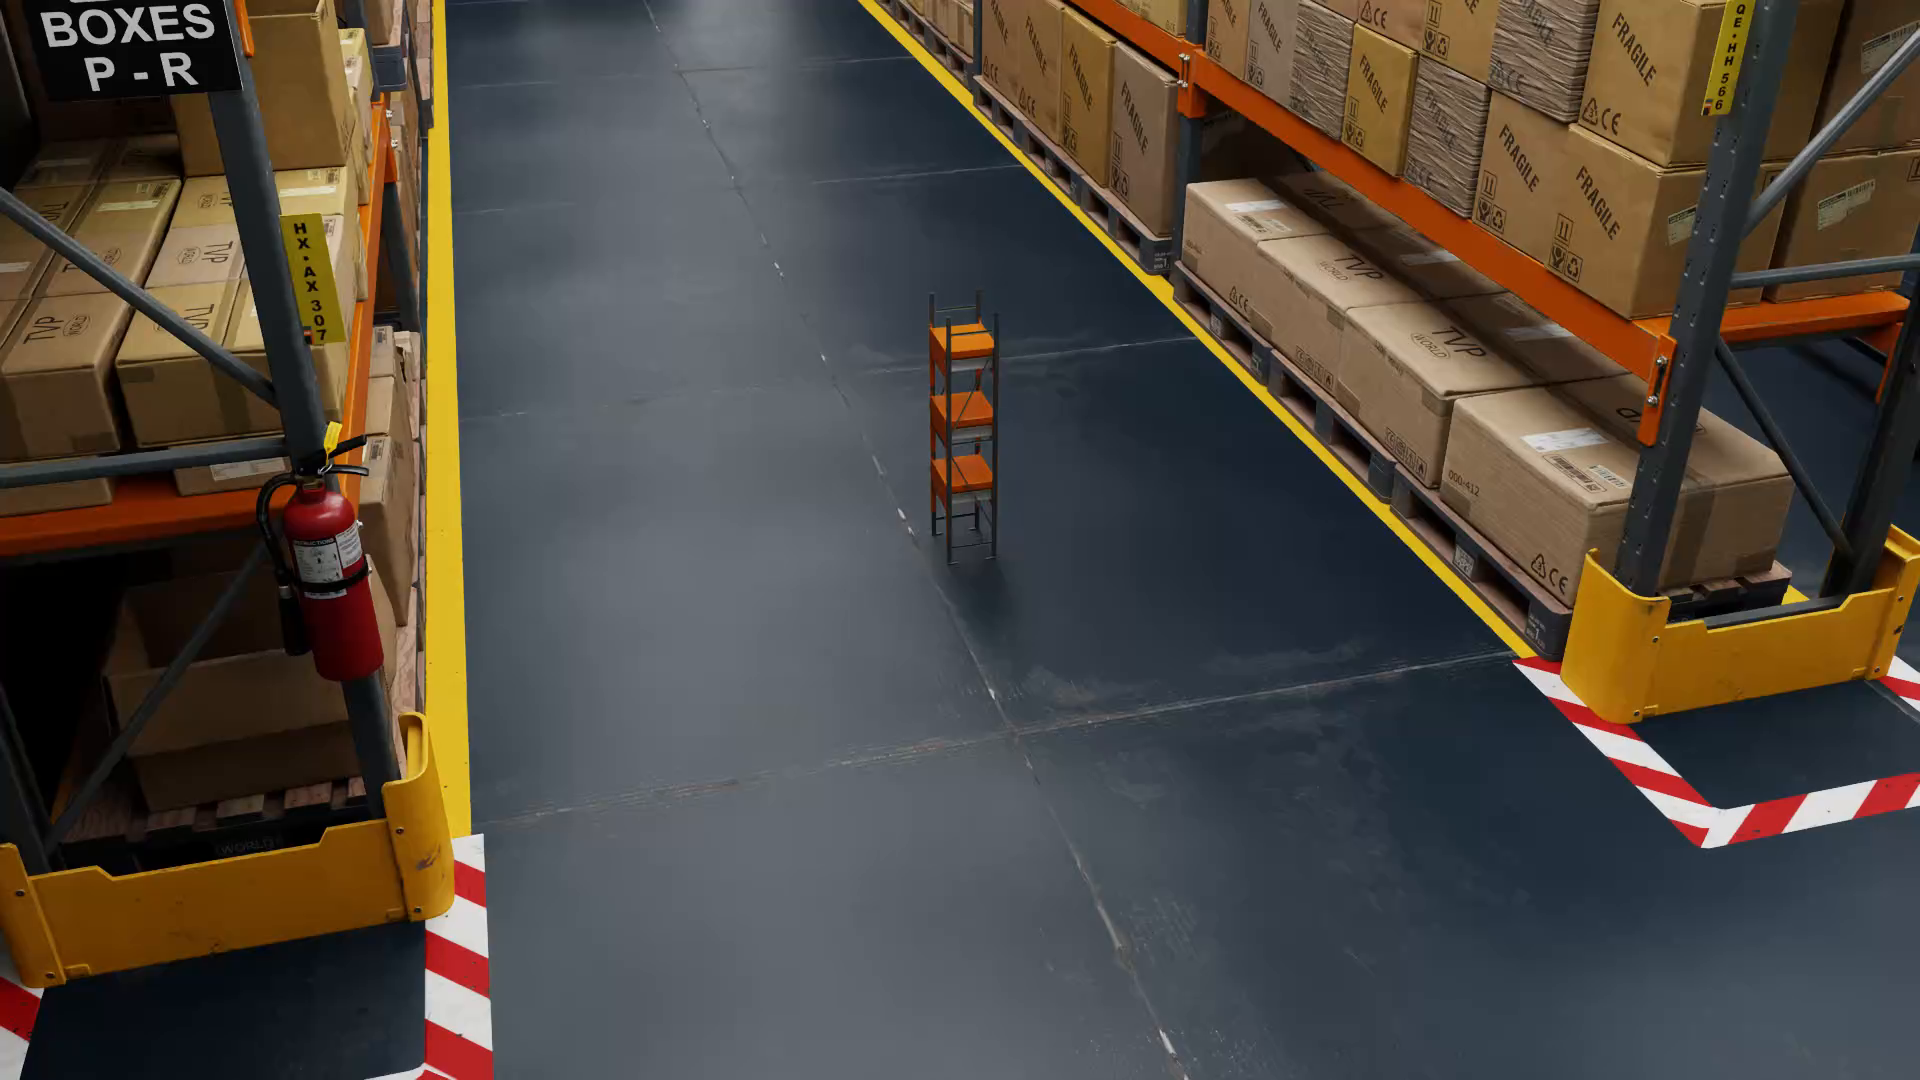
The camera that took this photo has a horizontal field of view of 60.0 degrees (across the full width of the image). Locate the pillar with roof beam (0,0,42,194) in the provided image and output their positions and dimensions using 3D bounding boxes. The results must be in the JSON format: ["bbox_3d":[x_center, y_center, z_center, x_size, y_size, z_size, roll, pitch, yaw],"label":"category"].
[{"bbox_3d":[0.338,-4.817,6.090,9.100,9.000,0.400,-8,31,-13],"label":"pillar with roof beam"}]

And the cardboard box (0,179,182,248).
[{"bbox_3d":[-2.708,-0.912,5.185,0.500,0.250,0.500,-7,31,-12],"label":"cardboard box"}]

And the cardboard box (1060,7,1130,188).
[{"bbox_3d":[1.167,-2.752,10.213,0.875,0.875,0.875,-7,31,-12],"label":"cardboard box"}]

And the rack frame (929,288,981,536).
[{"bbox_3d":[-0.018,-0.487,6.544,0.200,1.050,0.008,-8,31,-13],"label":"rack frame"}]

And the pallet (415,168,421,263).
[{"bbox_3d":[-3.709,-1.876,9.780,1.003,0.211,1.213,-8,31,-13],"label":"pallet"}]

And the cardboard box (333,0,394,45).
[{"bbox_3d":[-3.042,-2.593,7.716,0.700,0.500,0.500,-7,31,-12],"label":"cardboard box"}]

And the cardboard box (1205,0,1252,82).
[{"bbox_3d":[1.528,-2.548,8.058,0.500,0.500,0.500,-7,31,-12],"label":"cardboard box"}]

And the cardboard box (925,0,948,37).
[{"bbox_3d":[0.250,-4.372,13.513,0.950,0.372,0.625,-8,31,-14],"label":"cardboard box"}]

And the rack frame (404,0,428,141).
[{"bbox_3d":[-4.191,-4.036,10.729,1.000,3.000,0.127,-8,31,-13],"label":"rack frame"}]

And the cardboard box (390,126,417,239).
[{"bbox_3d":[-3.319,-1.965,9.227,0.500,0.500,0.500,-9,31,-15],"label":"cardboard box"}]

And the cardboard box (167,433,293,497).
[{"bbox_3d":[-1.890,-0.259,4.454,0.380,0.149,0.250,-8,31,-14],"label":"cardboard box"}]

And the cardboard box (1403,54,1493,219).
[{"bbox_3d":[2.070,-1.567,6.363,0.500,0.500,0.500,-7,31,-12],"label":"cardboard box"}]

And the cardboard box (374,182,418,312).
[{"bbox_3d":[-3.040,-1.468,8.368,0.500,0.500,0.500,-7,31,-11],"label":"cardboard box"}]

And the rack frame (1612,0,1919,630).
[{"bbox_3d":[2.717,-0.834,5.197,1.000,3.000,0.127,-8,31,-13],"label":"rack frame"}]

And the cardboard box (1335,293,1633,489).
[{"bbox_3d":[2.195,-0.654,7.023,0.875,0.438,0.875,-7,31,-12],"label":"cardboard box"}]

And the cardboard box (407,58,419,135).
[{"bbox_3d":[-3.871,-2.961,10.947,0.500,0.500,0.500,-7,31,-12],"label":"cardboard box"}]

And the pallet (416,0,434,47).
[{"bbox_3d":[-5.019,-4.411,14.160,1.003,0.211,1.213,-8,31,-13],"label":"pallet"}]

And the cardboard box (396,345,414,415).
[{"bbox_3d":[-2.603,-0.700,7.276,0.396,0.266,0.258,-7,31,-11],"label":"cardboard box"}]

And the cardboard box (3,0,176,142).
[{"bbox_3d":[-2.990,-1.738,5.863,0.500,0.500,0.500,-9,31,-15],"label":"cardboard box"}]

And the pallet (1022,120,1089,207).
[{"bbox_3d":[1.051,-2.512,10.880,1.003,0.211,1.213,-8,31,-13],"label":"pallet"}]

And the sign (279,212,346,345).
[{"bbox_3d":[-1.544,-0.619,3.962,0.100,0.325,0.005,-8,31,-13],"label":"sign"}]

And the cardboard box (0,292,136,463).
[{"bbox_3d":[-2.445,-0.423,4.340,0.500,0.250,0.500,-7,31,-12],"label":"cardboard box"}]

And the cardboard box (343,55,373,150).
[{"bbox_3d":[-2.611,-1.715,6.571,0.500,0.250,0.500,-8,31,-13],"label":"cardboard box"}]

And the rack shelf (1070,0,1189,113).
[{"bbox_3d":[1.125,-3.421,10.384,1.077,0.370,4.000,-8,31,-13],"label":"rack shelf"}]

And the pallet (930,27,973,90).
[{"bbox_3d":[0.388,-3.869,13.224,1.003,0.211,1.213,-8,31,-13],"label":"pallet"}]

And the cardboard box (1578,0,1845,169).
[{"bbox_3d":[2.360,-1.512,5.269,0.500,0.500,0.500,-7,31,-12],"label":"cardboard box"}]

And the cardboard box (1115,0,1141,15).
[{"bbox_3d":[1.160,-3.131,9.314,0.500,0.250,0.500,-8,31,-14],"label":"cardboard box"}]

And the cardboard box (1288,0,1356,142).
[{"bbox_3d":[1.783,-2.063,7.221,0.500,0.500,0.500,-8,31,-13],"label":"cardboard box"}]

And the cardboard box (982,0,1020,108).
[{"bbox_3d":[0.697,-3.616,11.704,0.875,0.875,0.875,-8,31,-14],"label":"cardboard box"}]

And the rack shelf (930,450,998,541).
[{"bbox_3d":[0.014,-0.179,6.587,0.215,0.259,0.240,-8,31,-13],"label":"rack shelf"}]

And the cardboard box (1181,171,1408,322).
[{"bbox_3d":[1.719,-1.522,8.523,0.875,0.438,0.875,-8,31,-14],"label":"cardboard box"}]

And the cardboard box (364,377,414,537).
[{"bbox_3d":[-2.371,-0.267,6.293,0.500,0.500,0.500,-7,31,-12],"label":"cardboard box"}]

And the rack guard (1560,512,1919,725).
[{"bbox_3d":[2.724,0.259,5.803,1.175,0.500,0.348,-8,31,-13],"label":"rack guard"}]

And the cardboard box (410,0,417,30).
[{"bbox_3d":[-4.904,-4.496,13.475,0.875,0.625,0.625,-8,31,-14],"label":"cardboard box"}]

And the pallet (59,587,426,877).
[{"bbox_3d":[-2.300,0.613,5.481,1.003,0.211,1.213,-8,31,-13],"label":"pallet"}]

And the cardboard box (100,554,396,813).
[{"bbox_3d":[-2.138,0.418,5.106,0.797,0.503,0.637,-9,31,-15],"label":"cardboard box"}]

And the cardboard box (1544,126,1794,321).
[{"bbox_3d":[2.334,-1.075,5.514,0.500,0.500,0.500,-8,31,-13],"label":"cardboard box"}]

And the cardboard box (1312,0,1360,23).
[{"bbox_3d":[1.802,-2.486,6.953,0.500,0.500,0.500,-7,31,-12],"label":"cardboard box"}]

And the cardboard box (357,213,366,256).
[{"bbox_3d":[-2.273,-1.012,5.755,0.380,0.149,0.250,-7,31,-12],"label":"cardboard box"}]

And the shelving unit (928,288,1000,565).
[{"bbox_3d":[0.014,-0.429,6.442,0.215,1.050,0.252,-8,31,-13],"label":"shelving unit"}]

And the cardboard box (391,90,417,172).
[{"bbox_3d":[-3.607,-2.465,10.091,0.500,0.500,0.500,-7,31,-11],"label":"cardboard box"}]

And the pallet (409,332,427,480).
[{"bbox_3d":[-2.948,-0.566,7.517,1.003,0.211,1.213,-8,31,-13],"label":"pallet"}]

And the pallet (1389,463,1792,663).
[{"bbox_3d":[2.430,-0.003,6.545,1.003,0.211,1.213,-8,31,-13],"label":"pallet"}]

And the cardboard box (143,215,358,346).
[{"bbox_3d":[-2.062,-0.735,4.878,0.500,0.250,0.500,-8,31,-13],"label":"cardboard box"}]

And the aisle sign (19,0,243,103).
[{"bbox_3d":[-1.766,-1.304,3.413,0.394,0.787,0.004,-8,31,-13],"label":"aisle sign"}]

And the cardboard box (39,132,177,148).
[{"bbox_3d":[-2.983,-1.402,6.031,0.500,0.250,0.500,-7,31,-12],"label":"cardboard box"}]

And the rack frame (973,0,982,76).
[{"bbox_3d":[0.594,-4.698,11.873,1.000,3.000,0.127,-8,31,-13],"label":"rack frame"}]

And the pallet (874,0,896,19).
[{"bbox_3d":[-0.260,-5.047,15.260,1.003,0.211,1.213,-8,31,-13],"label":"pallet"}]

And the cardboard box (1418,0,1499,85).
[{"bbox_3d":[2.065,-1.999,6.112,0.500,0.500,0.500,-8,31,-14],"label":"cardboard box"}]

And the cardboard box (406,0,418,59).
[{"bbox_3d":[-4.524,-3.808,12.286,0.875,0.625,0.625,-7,31,-12],"label":"cardboard box"}]

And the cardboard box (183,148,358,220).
[{"bbox_3d":[-2.356,-1.223,5.722,0.500,0.250,0.500,-9,31,-15],"label":"cardboard box"}]

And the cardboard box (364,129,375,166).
[{"bbox_3d":[-2.618,-1.630,6.823,0.380,0.149,0.250,-7,31,-12],"label":"cardboard box"}]

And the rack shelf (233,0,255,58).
[{"bbox_3d":[-2.598,-2.125,5.151,1.077,0.370,4.000,-8,31,-13],"label":"rack shelf"}]

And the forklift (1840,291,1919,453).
[{"bbox_3d":[4.813,-1.572,6.541,1.130,2.935,3.031,-5,30,-9],"label":"forklift"}]

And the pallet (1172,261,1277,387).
[{"bbox_3d":[1.782,-1.182,8.581,1.003,0.211,1.213,-8,31,-13],"label":"pallet"}]

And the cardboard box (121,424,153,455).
[{"bbox_3d":[-2.422,-0.319,4.557,0.380,0.149,0.250,-7,31,-12],"label":"cardboard box"}]

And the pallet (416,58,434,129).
[{"bbox_3d":[-4.371,-3.232,12.124,1.003,0.211,1.213,-8,31,-13],"label":"pallet"}]
